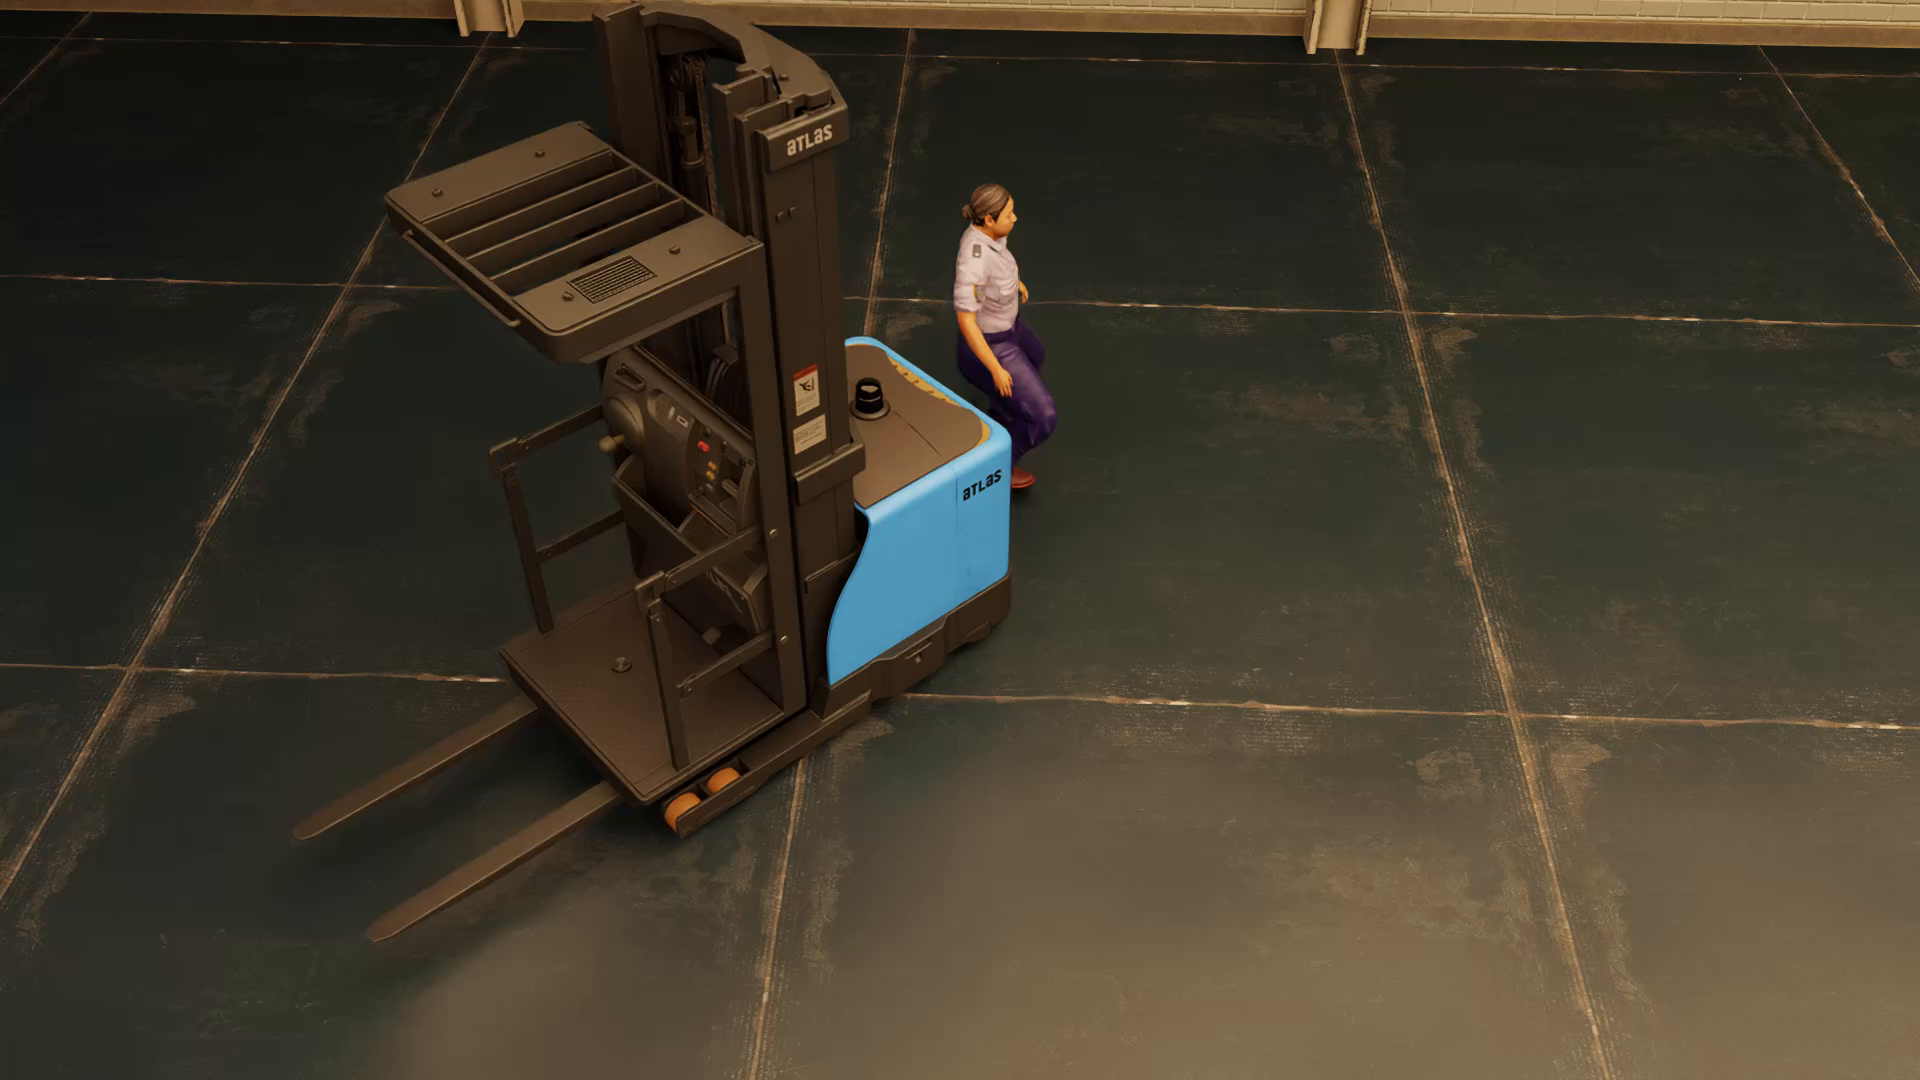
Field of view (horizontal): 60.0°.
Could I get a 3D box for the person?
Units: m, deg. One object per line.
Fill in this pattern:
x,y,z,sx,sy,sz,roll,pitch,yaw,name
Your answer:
0.232,-0.962,7.838,0.492,1.545,0.868,3,42,4,person

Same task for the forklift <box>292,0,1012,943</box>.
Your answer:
-1.208,-0.311,6.083,3.031,2.935,1.130,-31,51,-29,forklift
